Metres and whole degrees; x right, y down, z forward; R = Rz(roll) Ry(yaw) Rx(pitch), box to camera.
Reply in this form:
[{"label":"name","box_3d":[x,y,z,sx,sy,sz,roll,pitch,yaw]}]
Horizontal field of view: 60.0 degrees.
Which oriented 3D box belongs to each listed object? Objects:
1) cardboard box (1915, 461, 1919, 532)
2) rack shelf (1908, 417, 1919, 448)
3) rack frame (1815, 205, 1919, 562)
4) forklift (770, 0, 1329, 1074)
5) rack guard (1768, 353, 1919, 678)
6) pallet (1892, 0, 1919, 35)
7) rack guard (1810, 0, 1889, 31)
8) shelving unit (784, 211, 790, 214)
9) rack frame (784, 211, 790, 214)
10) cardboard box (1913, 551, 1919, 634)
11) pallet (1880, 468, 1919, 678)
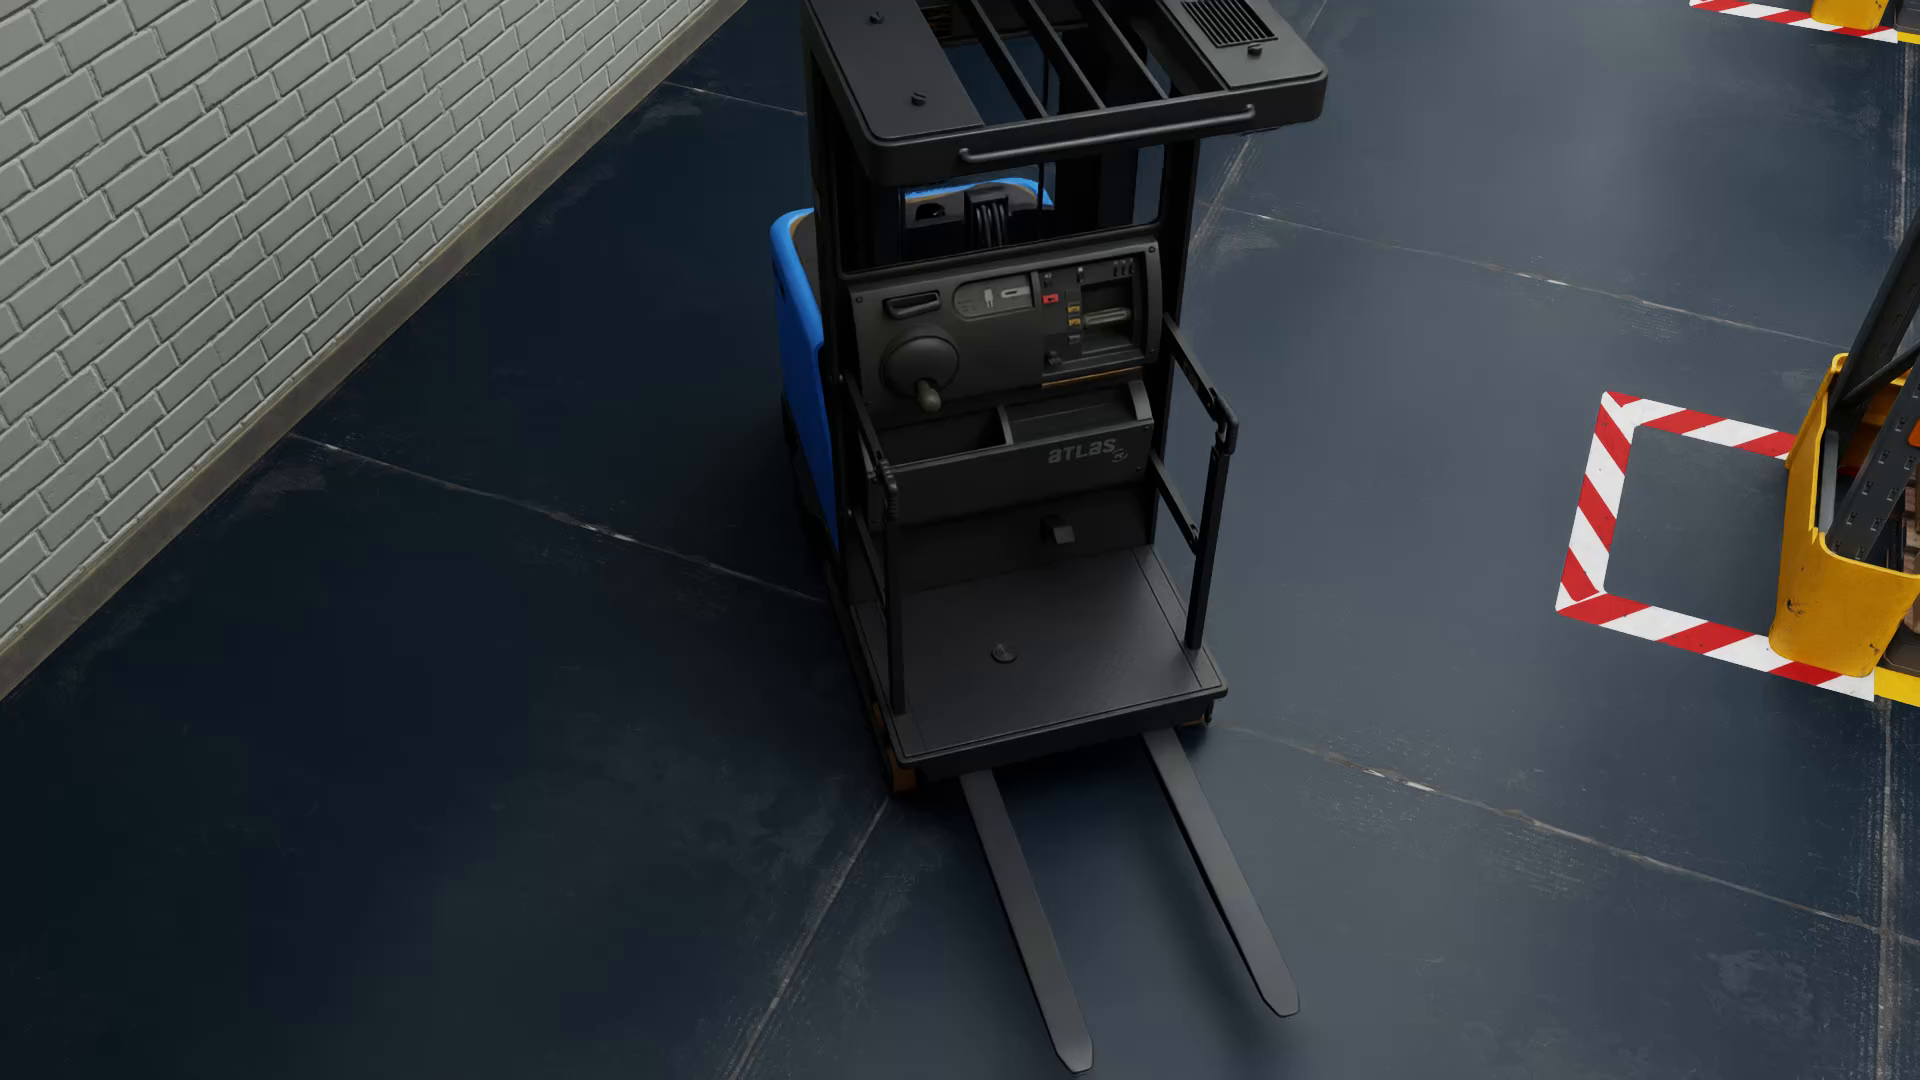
[{"label":"cardboard box","box_3d":[3.750,-0.301,5.886,0.500,0.500,0.500,16,47,16]},{"label":"rack shelf","box_3d":[5.000,-0.220,4.855,4.000,0.370,1.077,16,47,16]},{"label":"rack frame","box_3d":[3.154,-1.018,5.147,0.127,3.000,1.000,16,47,16]},{"label":"forklift","box_3d":[0.206,-0.532,4.706,1.130,2.935,3.031,-11,46,-11]},{"label":"rack guard","box_3d":[3.224,-0.112,6.008,0.348,0.500,1.175,16,47,16]},{"label":"pallet","box_3d":[5.810,-3.004,9.120,1.213,0.211,1.003,16,47,16]},{"label":"rack guard","box_3d":[5.037,-3.354,9.266,0.348,0.500,1.175,16,47,16]},{"label":"shelving unit","box_3d":[-0.508,-0.864,6.480,0.258,0.900,0.210,-14,47,-14]},{"label":"rack frame","box_3d":[-0.542,-0.931,6.548,0.240,0.900,0.006,-14,47,-14]},{"label":"cardboard box","box_3d":[3.408,0.174,5.658,0.250,0.149,0.380,16,47,16]},{"label":"pallet","box_3d":[3.960,0.207,5.893,1.213,0.211,1.003,16,47,16]}]
